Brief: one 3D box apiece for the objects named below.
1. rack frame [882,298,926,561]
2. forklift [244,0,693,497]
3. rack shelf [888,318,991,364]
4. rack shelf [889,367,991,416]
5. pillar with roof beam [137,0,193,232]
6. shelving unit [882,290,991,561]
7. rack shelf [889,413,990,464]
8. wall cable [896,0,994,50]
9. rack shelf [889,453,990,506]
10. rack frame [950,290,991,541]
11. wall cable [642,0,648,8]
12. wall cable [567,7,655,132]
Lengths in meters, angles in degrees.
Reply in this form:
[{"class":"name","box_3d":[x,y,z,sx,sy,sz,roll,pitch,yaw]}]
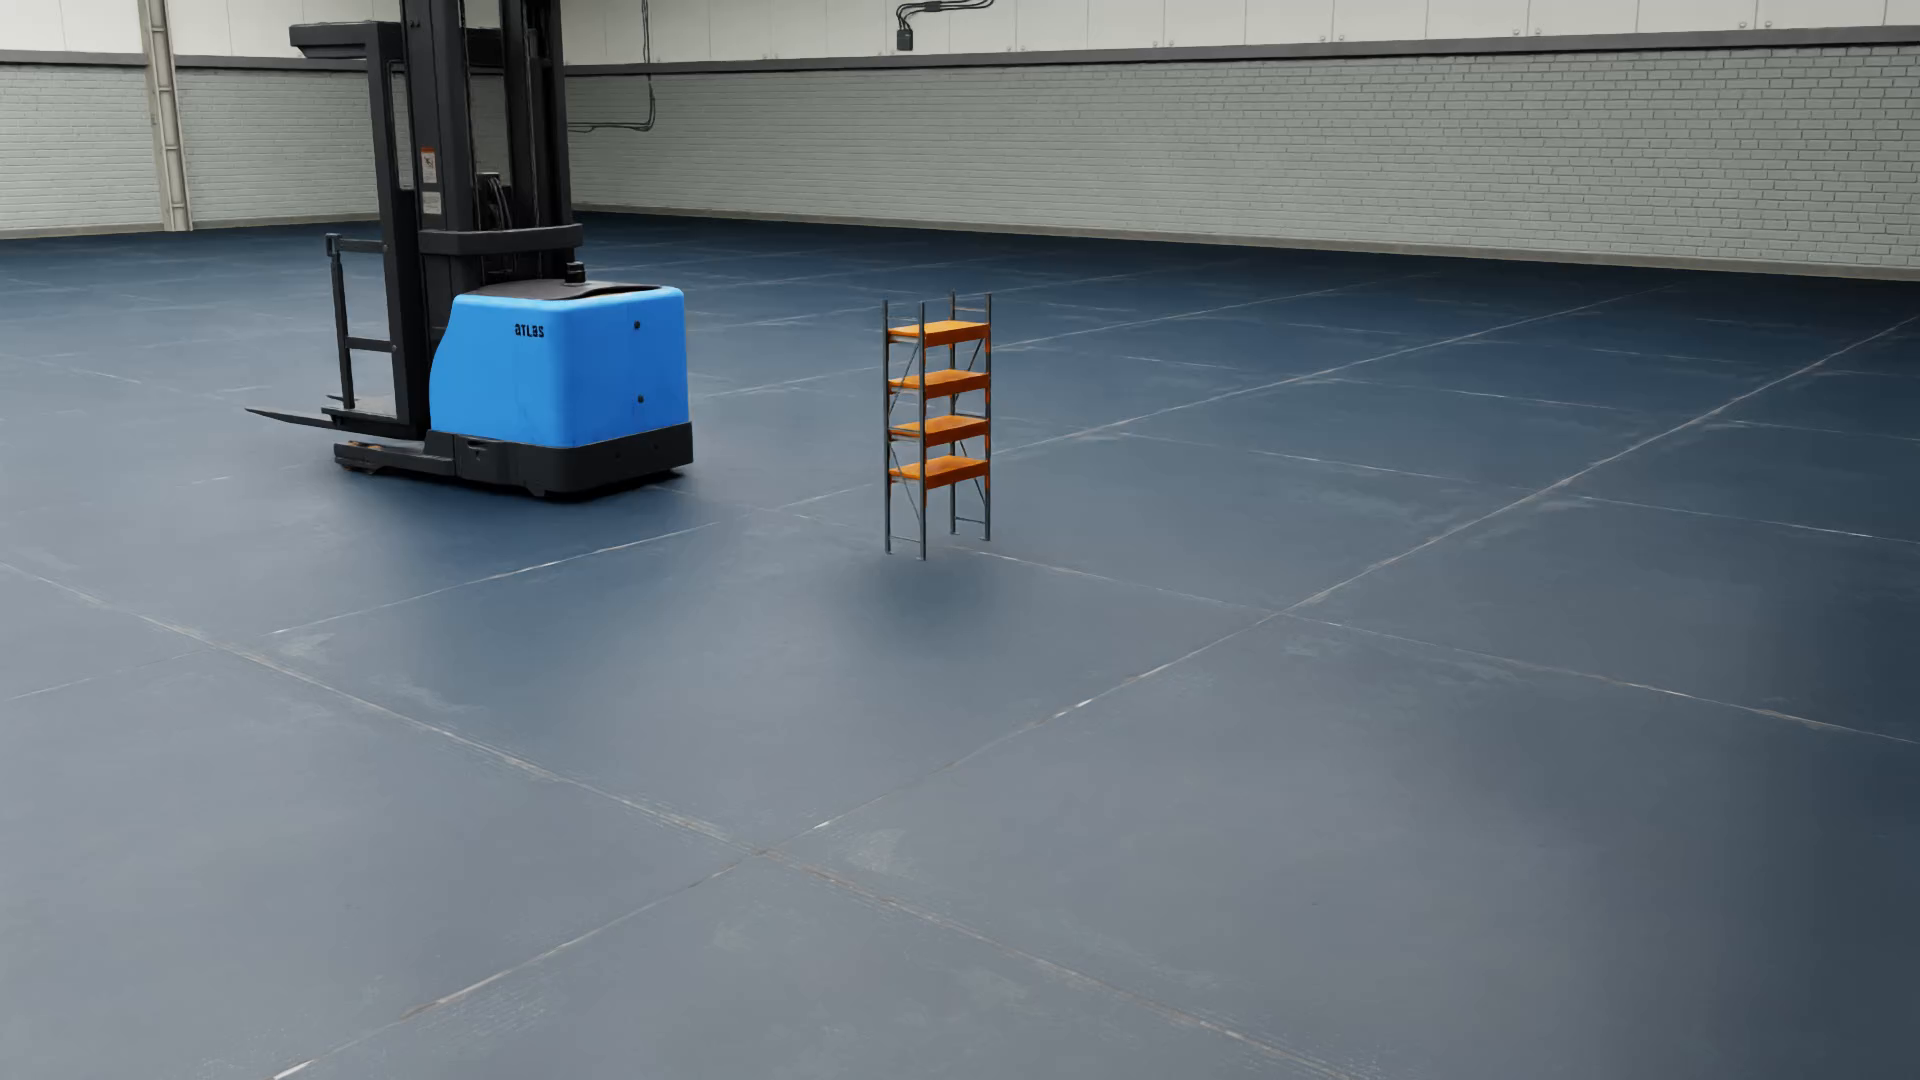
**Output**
[{"class":"rack frame","box_3d":[-0.257,-0.503,7.666,0.240,1.200,0.015,11,18,38]},{"class":"forklift","box_3d":[-3.059,-1.902,9.658,3.031,2.935,1.130,9,17,31]},{"class":"rack shelf","box_3d":[-0.104,-0.931,7.754,0.258,0.148,0.480,11,18,38]},{"class":"rack shelf","box_3d":[-0.104,-0.701,7.812,0.258,0.148,0.480,11,18,38]},{"class":"pillar with roof beam","box_3d":[-10.914,-9.341,26.618,9.100,9.000,0.400,11,18,38]},{"class":"shelving unit","box_3d":[-0.104,-0.550,7.850,0.258,1.200,0.503,11,18,38]},{"class":"rack shelf","box_3d":[-0.104,-0.485,7.867,0.258,0.148,0.480,11,18,38]},{"class":"wall cable","box_3d":[-0.237,-11.692,28.965,2.305,6.003,0.169,11,18,38]},{"class":"rack shelf","box_3d":[-0.104,-0.292,7.916,0.258,0.148,0.480,11,18,38]},{"class":"rack frame","box_3d":[0.049,-0.597,8.034,0.240,1.200,0.015,11,18,38]},{"class":"wall cable","box_3d":[-5.507,-12.040,33.291,3.097,2.526,0.112,11,18,38]},{"class":"wall cable","box_3d":[-7.612,-10.011,35.561,3.097,2.526,0.112,11,18,38]}]
